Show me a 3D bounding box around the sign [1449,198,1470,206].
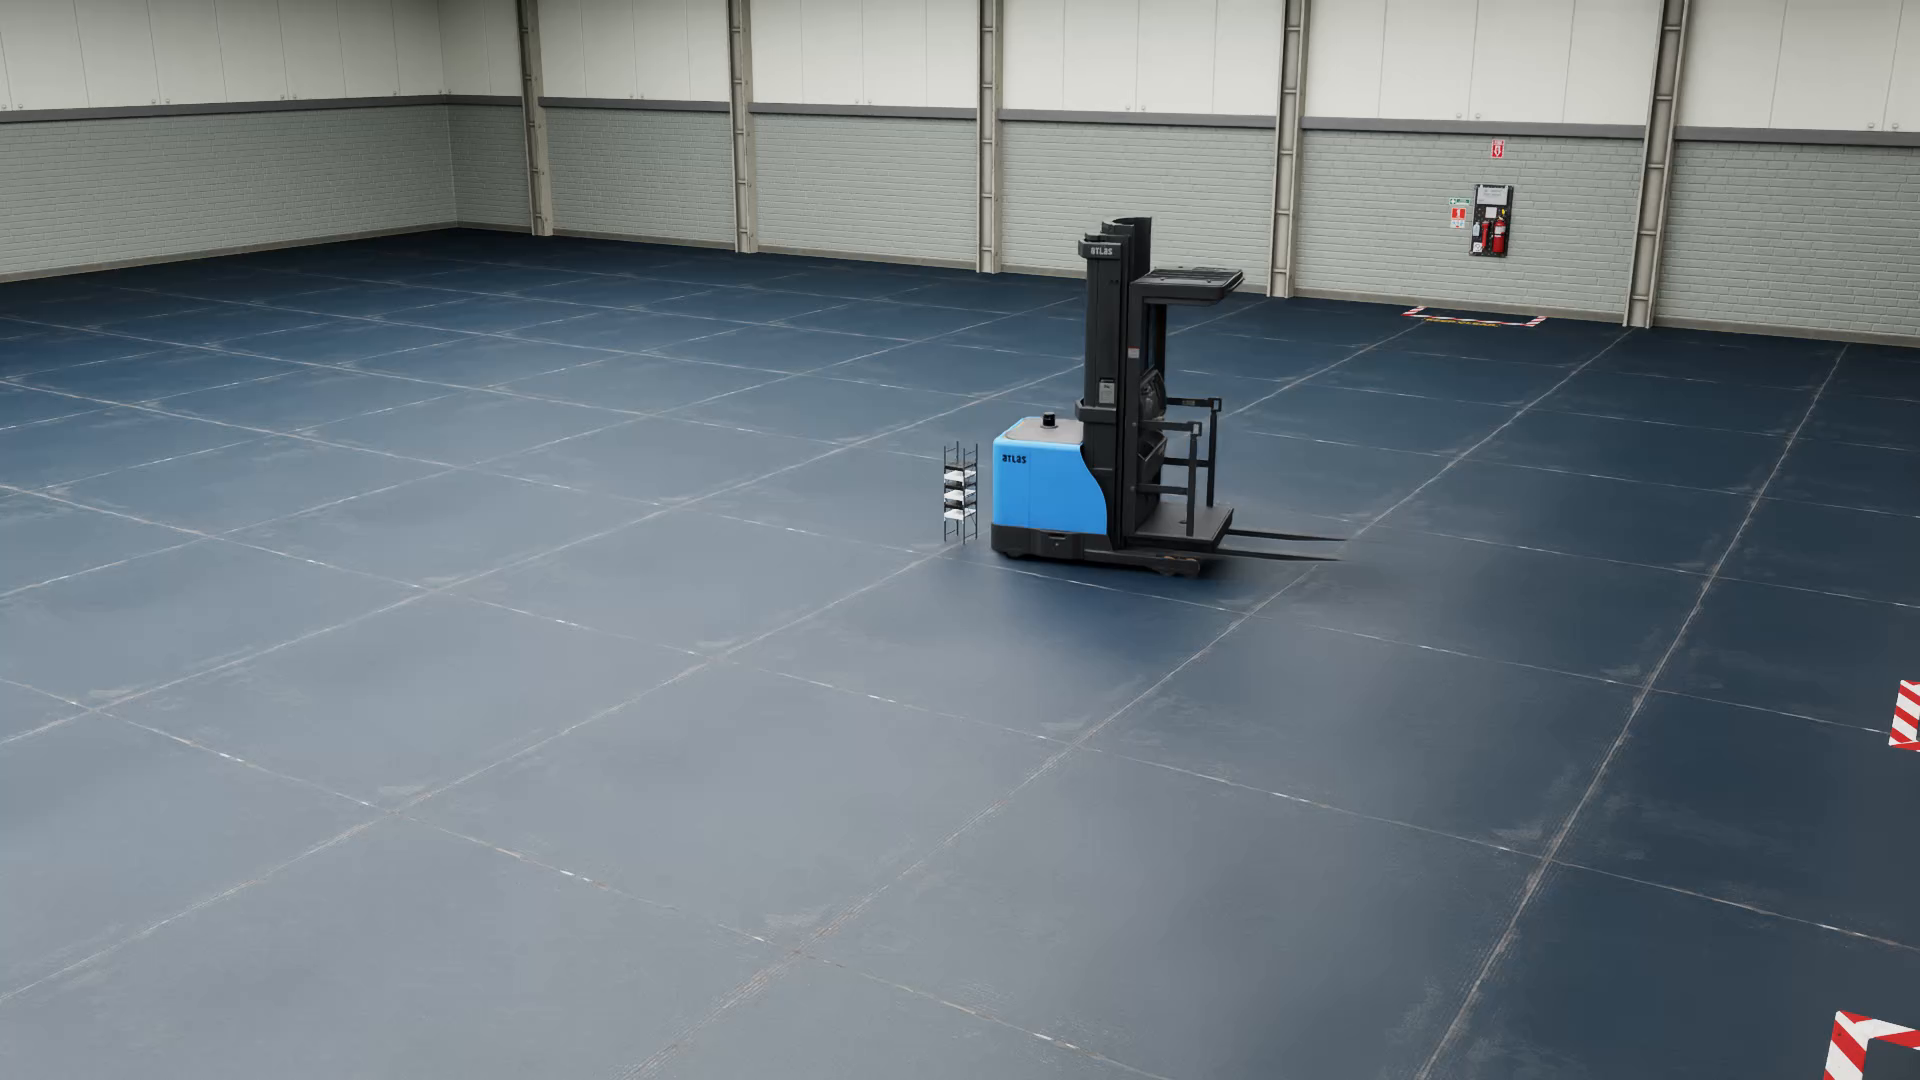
[{"bbox_3d":[8.290,-5.611,27.587,0.331,0.109,0.001,10,20,30],"label":"sign"}]

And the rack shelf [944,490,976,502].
[{"bbox_3d":[0.007,-0.397,15.125,0.200,0.077,0.258,10,20,30],"label":"rack shelf"}]

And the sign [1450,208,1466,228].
[{"bbox_3d":[8.291,-5.360,27.674,0.234,0.329,0.001,10,20,30],"label":"sign"}]

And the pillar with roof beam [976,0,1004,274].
[{"bbox_3d":[-1.685,-8.478,27.676,0.400,9.000,9.100,10,20,30],"label":"pillar with roof beam"}]

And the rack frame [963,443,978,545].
[{"bbox_3d":[0.094,-0.414,15.064,0.006,0.900,0.240,10,20,30],"label":"rack frame"}]

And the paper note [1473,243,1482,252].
[{"bbox_3d":[8.593,-4.856,27.591,0.142,0.148,0.016,10,20,30],"label":"paper note"}]

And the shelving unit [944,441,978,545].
[{"bbox_3d":[0.007,-0.429,15.115,0.210,0.900,0.258,10,20,30],"label":"shelving unit"}]

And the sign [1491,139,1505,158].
[{"bbox_3d":[8.753,-6.369,27.066,0.199,0.298,0.001,10,20,30],"label":"sign"}]

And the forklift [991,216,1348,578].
[{"bbox_3d":[1.852,-1.252,14.330,3.031,2.935,1.130,5,18,17],"label":"forklift"}]

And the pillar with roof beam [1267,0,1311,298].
[{"bbox_3d":[3.428,-7.565,24.672,0.400,9.000,9.100,10,20,30],"label":"pillar with roof beam"}]

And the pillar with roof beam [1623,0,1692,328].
[{"bbox_3d":[8.541,-6.652,21.667,0.400,9.000,9.100,10,20,30],"label":"pillar with roof beam"}]

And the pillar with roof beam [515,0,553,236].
[{"bbox_3d":[-11.910,-10.303,33.685,0.400,9.000,9.100,10,20,30],"label":"pillar with roof beam"}]

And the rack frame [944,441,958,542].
[{"bbox_3d":[-0.080,-0.445,15.166,0.006,0.900,0.240,10,20,30],"label":"rack frame"}]

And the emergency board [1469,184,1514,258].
[{"bbox_3d":[8.708,-5.233,27.318,0.643,1.169,0.194,10,20,30],"label":"emergency board"}]

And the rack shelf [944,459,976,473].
[{"bbox_3d":[0.007,-0.656,15.046,0.200,0.077,0.258,10,20,30],"label":"rack shelf"}]

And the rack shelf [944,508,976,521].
[{"bbox_3d":[0.007,-0.225,15.177,0.200,0.077,0.258,10,20,30],"label":"rack shelf"}]

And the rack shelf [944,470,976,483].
[{"bbox_3d":[0.007,-0.570,15.072,0.200,0.077,0.258,10,20,30],"label":"rack shelf"}]

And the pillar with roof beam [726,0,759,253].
[{"bbox_3d":[-6.797,-9.390,30.681,0.400,9.000,9.100,10,20,30],"label":"pillar with roof beam"}]

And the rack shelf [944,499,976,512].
[{"bbox_3d":[0.007,-0.311,15.151,0.200,0.077,0.258,10,20,30],"label":"rack shelf"}]

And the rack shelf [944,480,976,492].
[{"bbox_3d":[0.007,-0.484,15.099,0.200,0.077,0.258,10,20,30],"label":"rack shelf"}]
